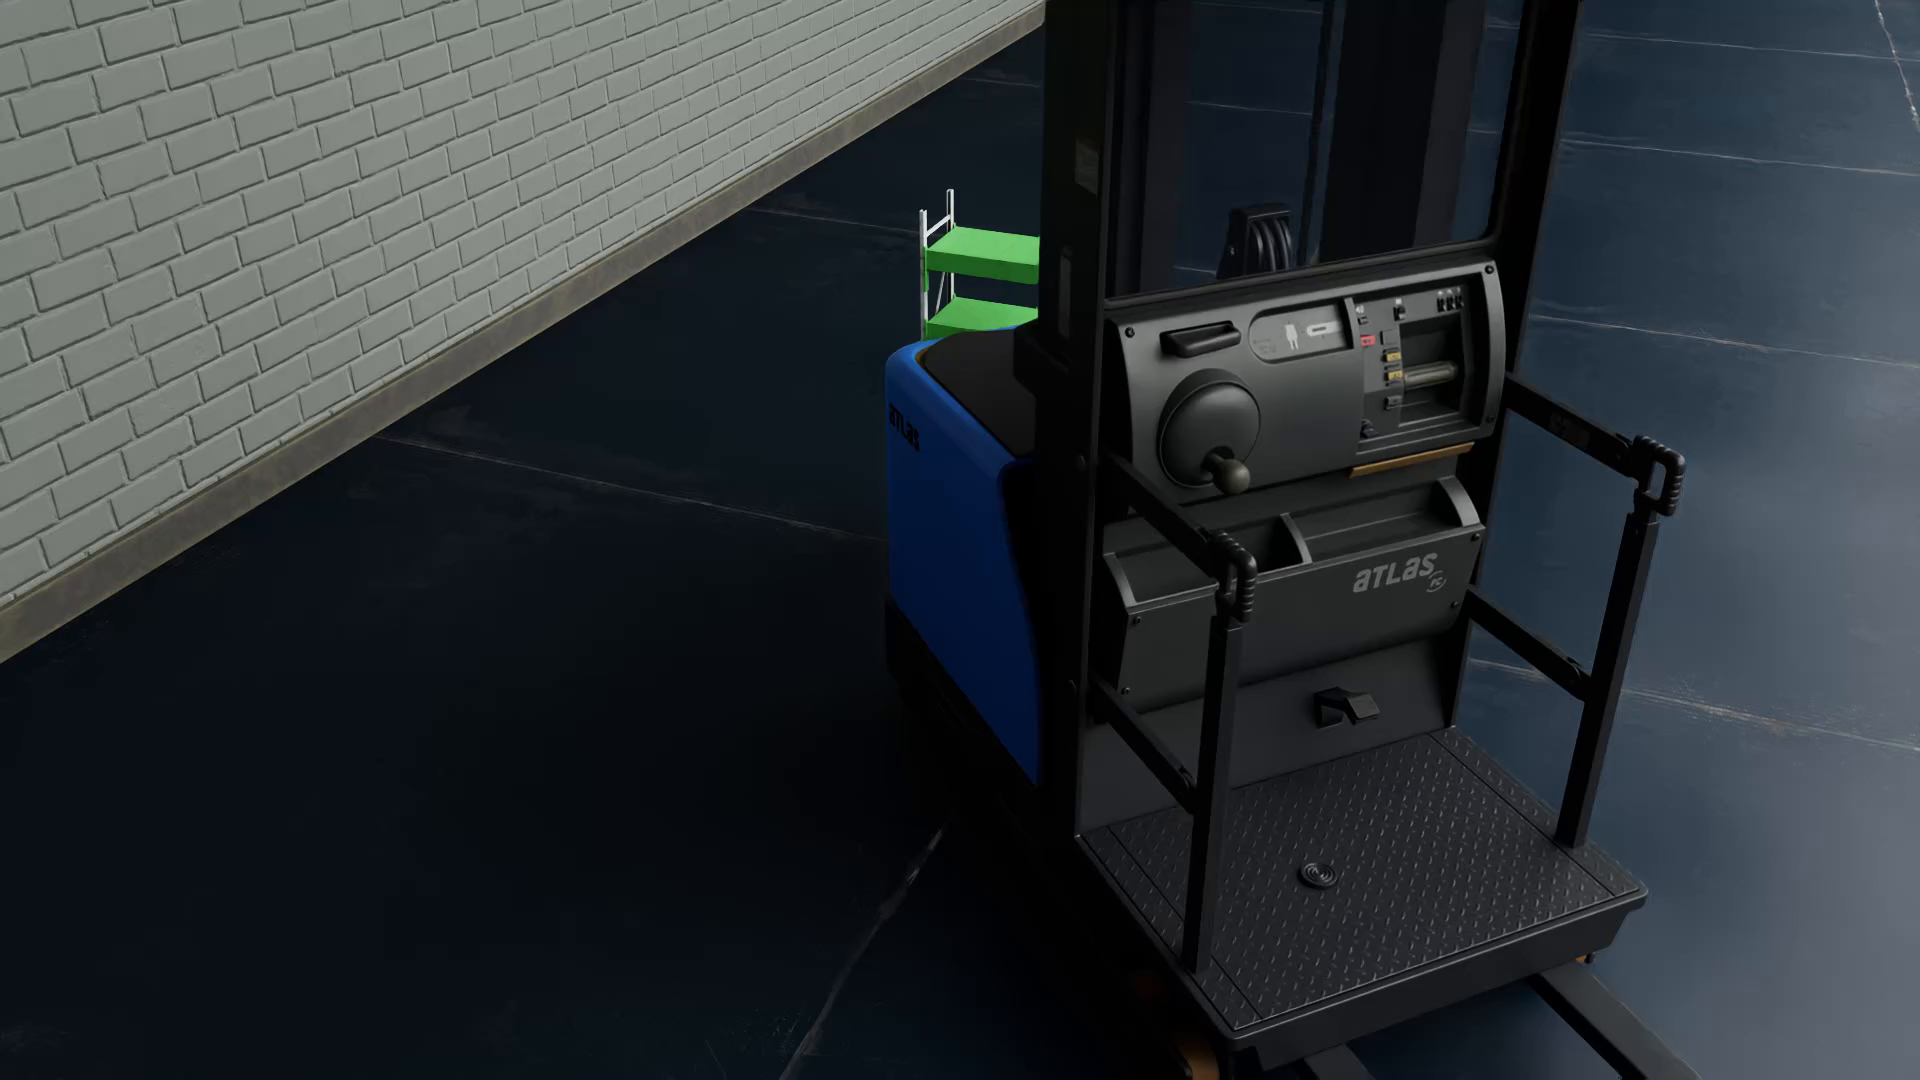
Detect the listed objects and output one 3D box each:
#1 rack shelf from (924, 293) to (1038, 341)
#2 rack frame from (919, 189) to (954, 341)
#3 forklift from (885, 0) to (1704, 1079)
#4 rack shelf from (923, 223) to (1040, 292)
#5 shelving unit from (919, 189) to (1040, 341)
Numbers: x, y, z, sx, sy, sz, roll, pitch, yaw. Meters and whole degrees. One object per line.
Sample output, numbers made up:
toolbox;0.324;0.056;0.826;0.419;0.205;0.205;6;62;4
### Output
rack shelf;0.153;-0.645;5.314;0.480;0.148;0.258;11;31;19
rack frame;-0.073;-0.537;5.480;0.015;1.200;0.240;11;31;19
forklift;0.835;-0.298;3.299;1.130;2.935;3.031;-12;32;-20
rack shelf;0.153;-0.854;5.196;0.480;0.148;0.258;11;31;19
shelving unit;0.153;-0.492;5.401;0.503;1.200;0.258;11;31;19
